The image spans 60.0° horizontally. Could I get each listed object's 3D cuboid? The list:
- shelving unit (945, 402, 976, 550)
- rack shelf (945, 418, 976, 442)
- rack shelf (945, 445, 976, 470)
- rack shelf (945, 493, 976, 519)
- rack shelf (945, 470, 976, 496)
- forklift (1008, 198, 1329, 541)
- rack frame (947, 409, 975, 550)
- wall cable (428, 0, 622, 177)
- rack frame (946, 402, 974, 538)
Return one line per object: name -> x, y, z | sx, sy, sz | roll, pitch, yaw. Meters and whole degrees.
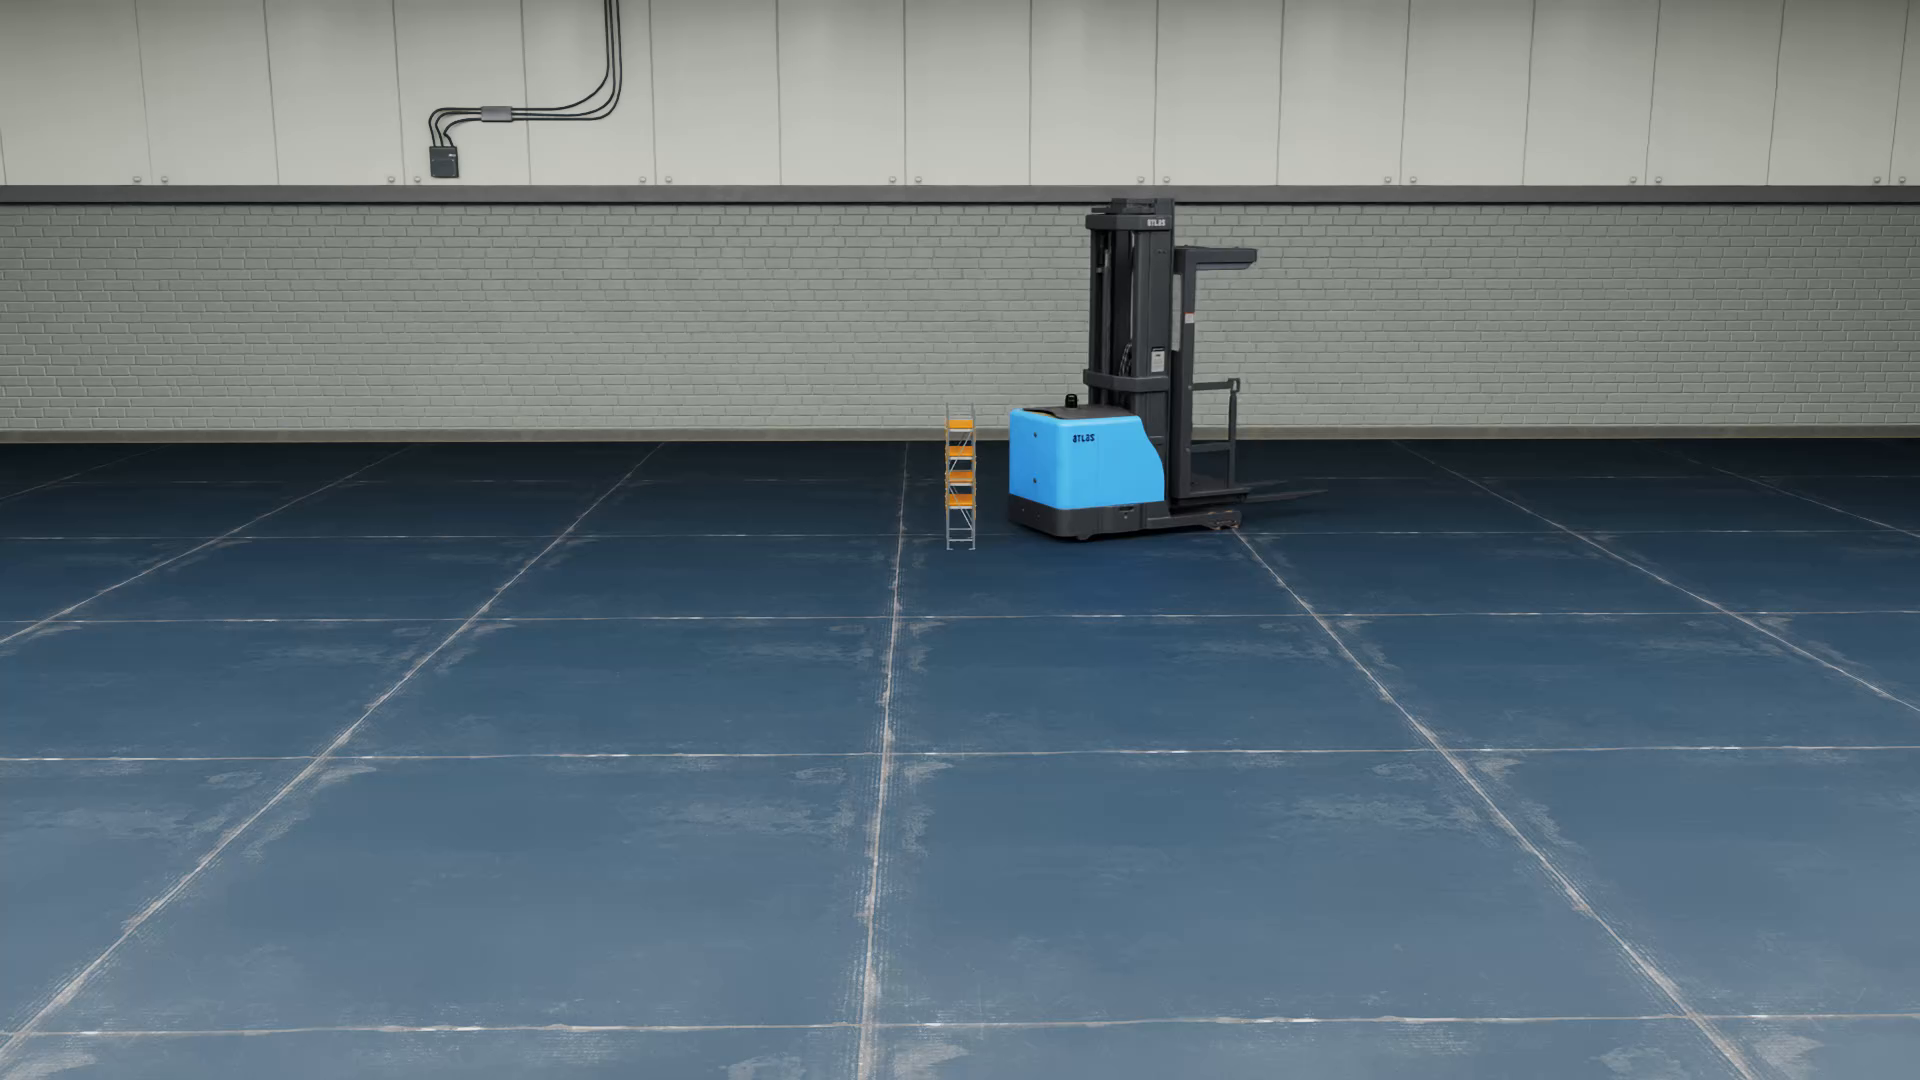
shelving unit -> 0.003, -0.555, 14.278 | 0.258, 1.200, 0.503 | 0, 11, -1
rack shelf -> 0.003, -0.940, 14.200 | 0.258, 0.148, 0.480 | 0, 11, -1
rack shelf -> 0.003, -0.708, 14.247 | 0.258, 0.148, 0.480 | 0, 11, -1
rack shelf -> 0.003, -0.295, 14.330 | 0.258, 0.148, 0.480 | 0, 11, -1
rack shelf -> 0.003, -0.489, 14.291 | 0.258, 0.148, 0.480 | 0, 11, -1
forklift -> 1.988, -1.611, 15.126 | 3.031, 2.935, 1.130 | -6, 13, -26
rack frame -> 0.008, -0.507, 14.039 | 0.240, 1.200, 0.015 | 0, 11, -1
wall cable -> -5.153, -7.284, 19.276 | 2.305, 6.003, 0.169 | 0, 11, -1
rack frame -> -0.002, -0.604, 14.517 | 0.240, 1.200, 0.015 | 0, 11, -1
